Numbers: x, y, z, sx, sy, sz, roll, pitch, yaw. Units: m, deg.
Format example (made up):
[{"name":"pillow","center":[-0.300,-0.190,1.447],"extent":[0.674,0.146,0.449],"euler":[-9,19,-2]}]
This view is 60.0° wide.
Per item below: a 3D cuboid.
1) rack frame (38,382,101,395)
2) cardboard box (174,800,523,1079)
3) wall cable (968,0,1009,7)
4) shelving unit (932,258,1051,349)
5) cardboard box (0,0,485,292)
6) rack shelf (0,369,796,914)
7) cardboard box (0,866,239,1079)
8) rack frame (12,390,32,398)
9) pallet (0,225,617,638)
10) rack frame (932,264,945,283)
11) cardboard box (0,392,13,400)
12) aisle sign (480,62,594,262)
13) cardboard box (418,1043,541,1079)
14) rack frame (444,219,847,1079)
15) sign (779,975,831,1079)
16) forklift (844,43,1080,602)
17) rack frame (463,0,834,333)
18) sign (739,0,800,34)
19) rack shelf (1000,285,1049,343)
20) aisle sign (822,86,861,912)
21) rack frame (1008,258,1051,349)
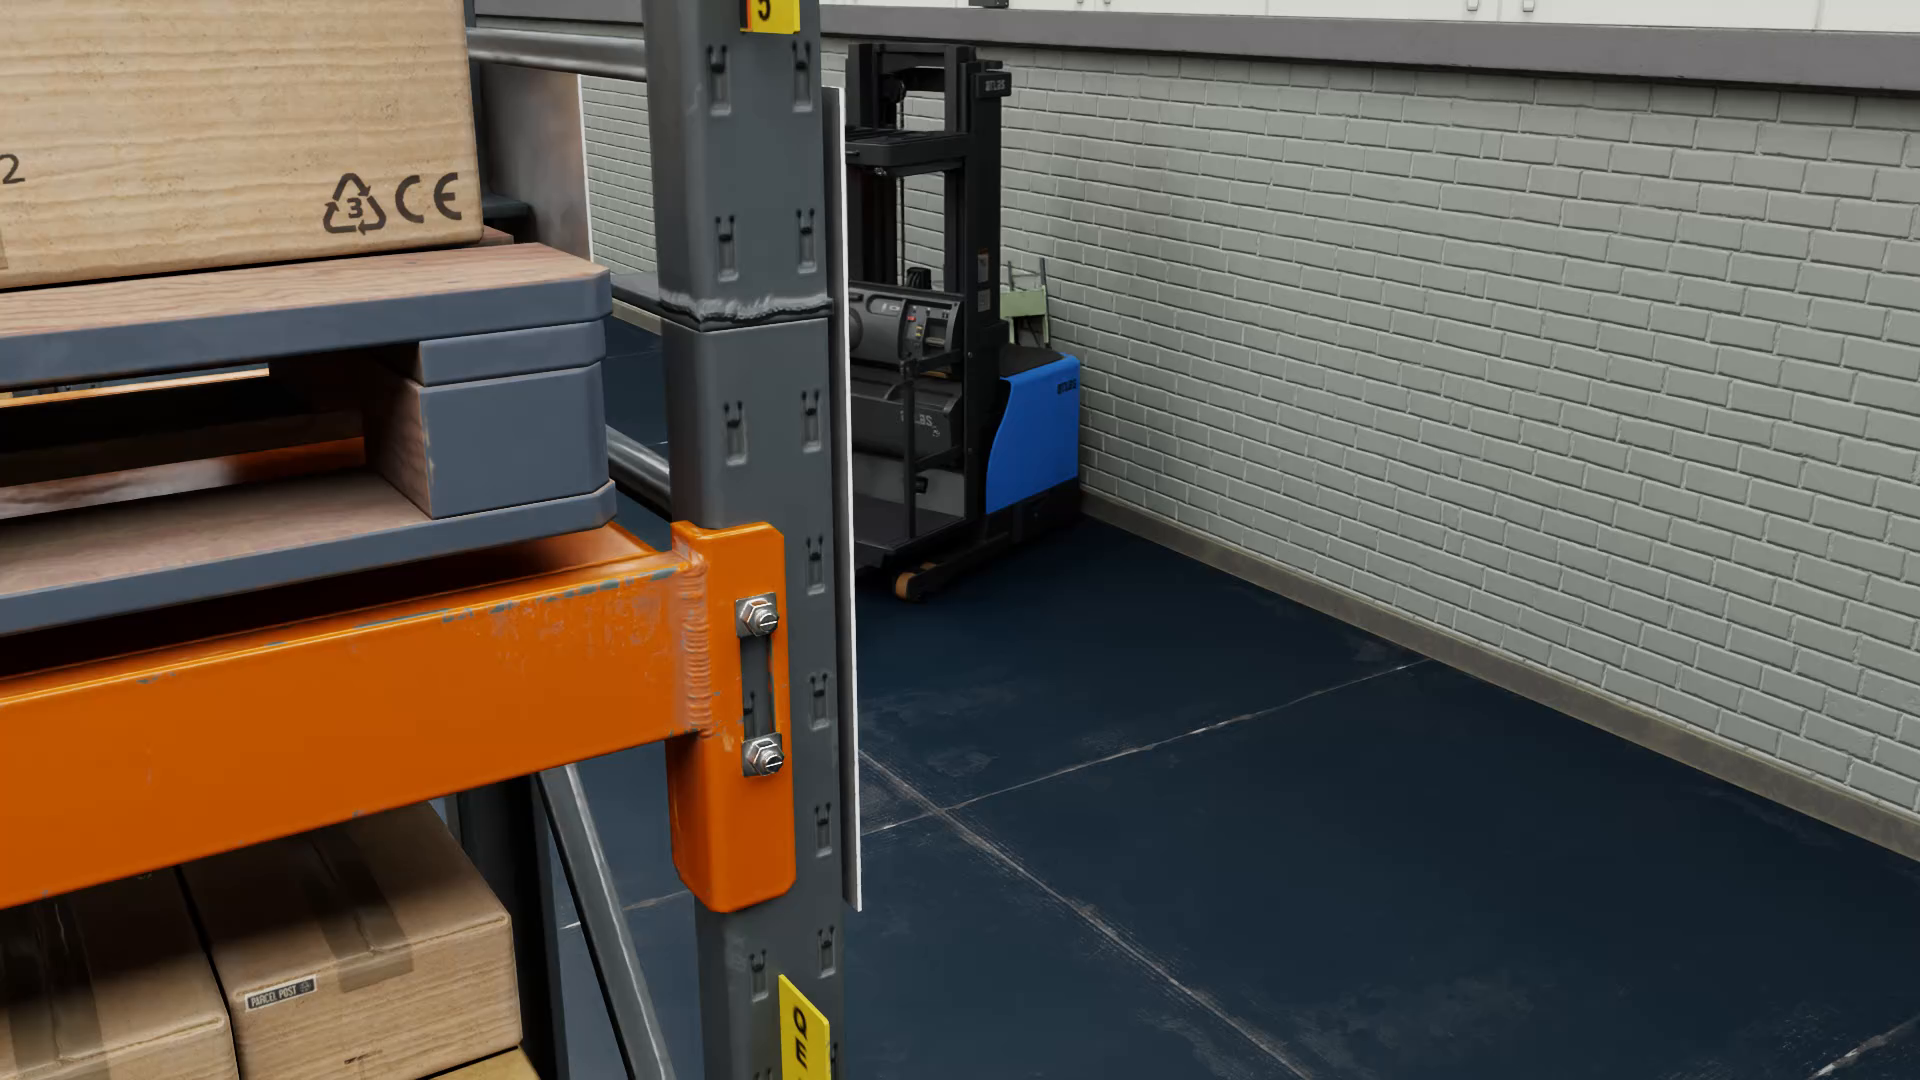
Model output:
[{"name":"rack frame","center":[-3.245,-0.203,6.163],"extent":[0.127,3.000,1.000],"euler":[-12,22,-31]},{"name":"cardboard box","center":[-0.628,0.391,1.674],"extent":[0.250,0.149,0.380],"euler":[-12,22,-31]},{"name":"wall cable","center":[0.730,-5.988,8.883],"extent":[0.120,5.999,2.277],"euler":[-12,22,-31]},{"name":"shelving unit","center":[0.179,-1.041,10.775],"extent":[0.755,1.500,0.431],"euler":[-10,10,-32]},{"name":"cardboard box","center":[-0.764,-0.390,1.454],"extent":[0.500,0.250,0.500],"euler":[-14,23,-36]},{"name":"rack shelf","center":[-2.108,0.375,0.892],"extent":[4.000,0.370,1.077],"euler":[-12,22,-31]},{"name":"cardboard box","center":[-0.827,0.442,1.522],"extent":[0.250,0.149,0.380],"euler":[-11,22,-30]},{"name":"rack frame","center":[-5.888,-1.548,10.140],"extent":[0.127,3.000,1.000],"euler":[-12,22,-31]},{"name":"pallet","center":[-1.052,-0.143,1.438],"extent":[1.213,0.211,1.003],"euler":[-12,22,-31]},{"name":"rack frame","center":[-0.127,-0.989,10.582],"extent":[0.023,1.500,0.400],"euler":[-10,10,-32]},{"name":"cardboard box","center":[-3.490,-0.718,5.504],"extent":[0.500,0.500,0.500],"euler":[-12,22,-32]},{"name":"aisle sign","center":[-0.537,-0.219,2.150],"extent":[0.004,0.787,0.394],"euler":[-12,22,-31]},{"name":"cardboard box","center":[-0.710,0.730,1.683],"extent":[0.500,0.500,0.500],"euler":[-11,22,-30]},{"name":"rack frame","center":[-0.438,1.103,2.299],"extent":[0.127,3.000,1.000],"euler":[-12,22,-31]},{"name":"sign","center":[-0.151,0.590,1.639],"extent":[0.005,0.325,0.100],"euler":[-12,22,-31]},{"name":"forklift","center":[-0.517,-1.221,9.280],"extent":[1.130,2.935,3.031],"euler":[13,23,34]},{"name":"rack frame","center":[-0.438,-1.739,1.338],"extent":[0.127,3.000,1.000],"euler":[-12,22,-31]},{"name":"sign","center":[-0.151,-0.552,1.253],"extent":[0.005,0.325,0.100],"euler":[-12,22,-31]},{"name":"rack shelf","center":[0.151,-1.426,10.715],"extent":[0.720,0.370,0.431],"euler":[-10,10,-32]},{"name":"aisle sign","center":[-0.208,-0.058,1.675],"extent":[0.004,0.787,0.394],"euler":[-12,22,-31]},{"name":"rack frame","center":[0.486,-1.094,10.968],"extent":[0.023,1.500,0.400],"euler":[-10,10,-32]}]
